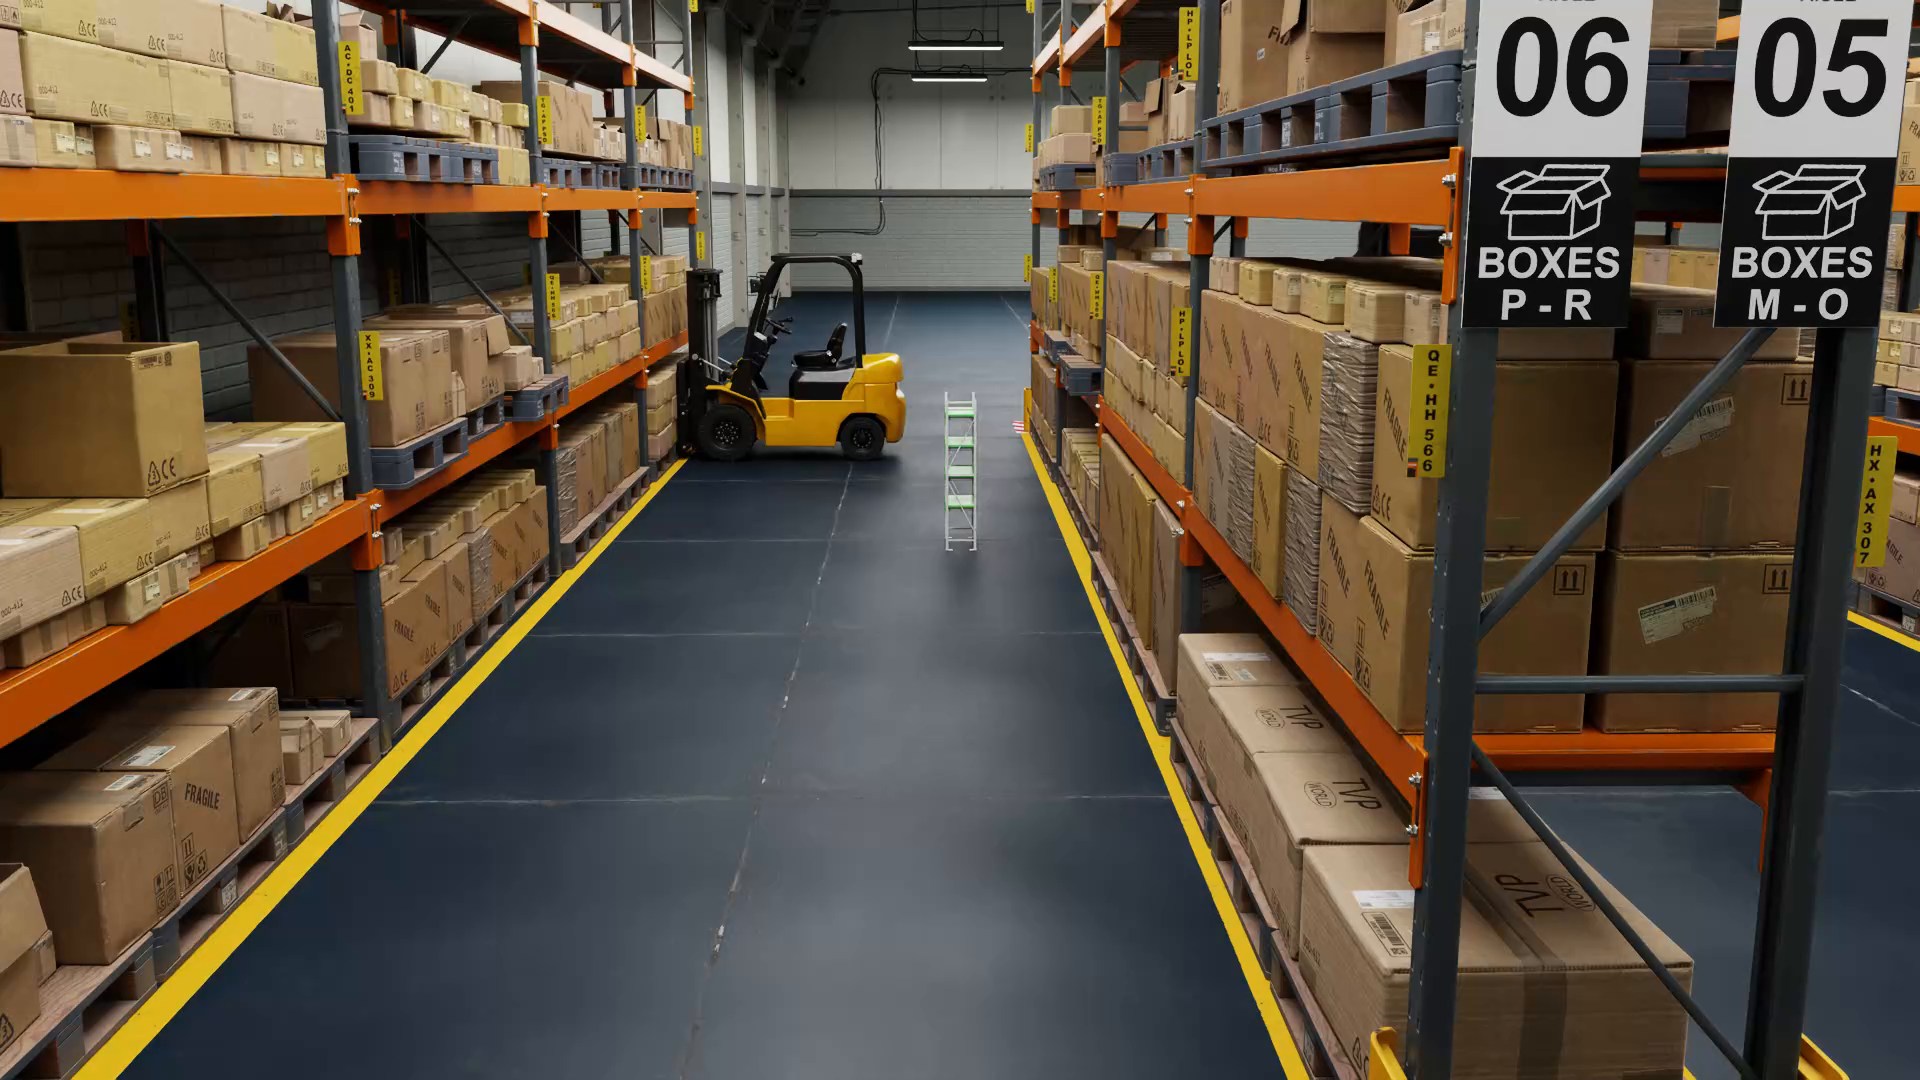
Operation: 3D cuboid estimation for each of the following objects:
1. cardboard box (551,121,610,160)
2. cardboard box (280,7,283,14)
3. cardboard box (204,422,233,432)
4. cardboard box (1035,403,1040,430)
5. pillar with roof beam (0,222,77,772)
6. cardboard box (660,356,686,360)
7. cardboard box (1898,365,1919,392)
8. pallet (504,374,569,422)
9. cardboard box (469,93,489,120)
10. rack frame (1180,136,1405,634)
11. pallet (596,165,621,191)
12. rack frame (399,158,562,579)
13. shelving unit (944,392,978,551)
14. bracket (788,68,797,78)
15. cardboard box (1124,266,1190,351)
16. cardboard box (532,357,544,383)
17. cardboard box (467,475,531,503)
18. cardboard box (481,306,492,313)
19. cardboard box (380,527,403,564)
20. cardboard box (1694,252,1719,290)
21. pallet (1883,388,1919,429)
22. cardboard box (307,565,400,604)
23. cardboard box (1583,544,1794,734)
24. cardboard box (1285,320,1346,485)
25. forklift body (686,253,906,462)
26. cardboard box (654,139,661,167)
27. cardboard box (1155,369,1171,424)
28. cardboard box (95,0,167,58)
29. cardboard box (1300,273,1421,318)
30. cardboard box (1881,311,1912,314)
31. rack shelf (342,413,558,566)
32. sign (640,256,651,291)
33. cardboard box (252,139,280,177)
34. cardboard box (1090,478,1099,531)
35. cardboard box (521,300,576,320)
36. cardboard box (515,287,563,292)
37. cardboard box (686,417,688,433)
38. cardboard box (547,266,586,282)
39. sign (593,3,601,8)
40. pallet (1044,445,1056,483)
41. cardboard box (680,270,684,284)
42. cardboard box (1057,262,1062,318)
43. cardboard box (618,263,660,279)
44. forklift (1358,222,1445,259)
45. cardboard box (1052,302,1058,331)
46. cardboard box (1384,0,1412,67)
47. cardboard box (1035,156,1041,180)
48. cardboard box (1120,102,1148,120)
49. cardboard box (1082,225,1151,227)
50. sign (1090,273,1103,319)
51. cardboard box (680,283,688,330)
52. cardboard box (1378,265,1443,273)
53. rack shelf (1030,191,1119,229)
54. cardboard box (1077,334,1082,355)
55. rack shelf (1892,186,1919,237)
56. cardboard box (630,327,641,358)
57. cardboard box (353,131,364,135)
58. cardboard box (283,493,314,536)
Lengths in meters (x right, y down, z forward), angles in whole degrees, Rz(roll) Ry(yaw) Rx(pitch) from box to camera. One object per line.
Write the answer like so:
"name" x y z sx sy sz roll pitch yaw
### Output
"cardboard box" -3.247 -3.379 14.043 0.500 0.311 0.500 -1 11 -3
"cardboard box" -3.470 -2.467 8.163 0.396 0.266 0.258 0 11 -1
"cardboard box" -3.616 -0.376 7.496 0.500 0.250 0.500 0 11 -2
"cardboard box" 1.101 -1.405 18.799 0.500 0.250 0.500 0 11 1
"pillar with roof beam" 0.061 -3.219 6.792 9.100 9.000 0.400 0 11 -1
"cardboard box" -3.267 -1.945 18.947 0.500 0.250 0.500 0 11 0
"cardboard box" 6.304 -1.039 10.712 0.380 0.149 0.250 0 11 1
"pallet" -3.355 -0.970 11.277 1.213 0.211 1.003 0 11 -1
"cardboard box" -3.117 -2.661 10.213 0.380 0.149 0.250 0 11 -2
"rack frame" 1.606 -0.424 8.106 1.000 3.000 0.127 0 11 -1
"pallet" -3.491 -3.194 14.697 0.805 0.209 1.217 -1 11 -3
"rack frame" -3.439 -1.198 11.921 1.000 3.000 0.127 0 11 -1
"shelving unit" 0.003 -0.555 13.278 0.258 1.200 0.503 0 11 -1
"bracket" -4.748 -13.233 47.100 0.235 0.232 0.430 0 11 -1
"cardboard box" 1.304 -1.458 10.434 0.500 0.500 0.500 0 11 0
"cardboard box" -3.042 -1.152 11.268 0.380 0.149 0.250 0 11 0
"cardboard box" -3.139 -0.346 11.317 0.380 0.149 0.250 -1 11 -4
"cardboard box" -3.648 -1.629 12.161 0.380 0.149 0.250 0 11 1
"cardboard box" -3.151 0.029 8.725 0.380 0.149 0.250 -1 11 -4
"cardboard box" 6.446 -2.091 13.553 0.700 0.500 0.500 0 11 -2
"pallet" 6.552 -0.772 10.304 1.003 0.211 1.213 0 11 -1
"cardboard box" -3.098 0.226 8.501 0.380 0.149 0.250 0 11 2
"cardboard box" 1.966 0.225 4.653 0.500 0.500 0.500 0 11 -2
"cardboard box" 1.394 -0.465 5.541 0.500 0.500 0.500 0 11 -1
"forklift body" -1.741 -2.003 18.023 2.313 2.155 1.214 0 11 -1
"cardboard box" -3.249 -3.949 16.964 0.396 0.266 0.258 -1 11 -2
"cardboard box" 1.336 -0.782 8.987 0.500 0.250 0.500 0 11 0
"cardboard box" -3.068 -1.787 5.649 0.500 0.250 0.500 0 11 0
"cardboard box" 1.413 -0.862 5.867 0.380 0.149 0.250 0 11 1
"cardboard box" 6.294 -1.488 11.428 0.380 0.149 0.250 -1 11 -3
"rack shelf" -3.398 -0.448 10.033 1.077 0.370 4.000 0 11 -1
"sign" -2.979 -2.526 15.753 0.100 0.325 0.005 0 11 -1
"cardboard box" -3.055 -1.578 6.879 0.380 0.149 0.250 0 11 1
"cardboard box" 1.522 -0.250 12.798 0.950 0.372 0.625 -1 12 -5
"cardboard box" -3.207 -1.786 12.933 0.380 0.149 0.250 0 11 -1
"cardboard box" -3.771 -2.186 14.908 0.380 0.149 0.250 0 11 -1
"cardboard box" -3.244 -1.253 18.051 0.500 0.250 0.500 0 11 1
"cardboard box" -3.830 -2.568 16.043 0.380 0.149 0.250 0 11 -1
"sign" -4.159 -6.263 19.049 0.100 0.325 0.005 0 11 -1
"pallet" 1.392 -0.781 16.879 1.003 0.211 1.213 0 11 -1
"cardboard box" -3.338 -2.985 18.846 0.380 0.149 0.250 0 11 0
"cardboard box" 1.164 -2.321 15.398 0.500 0.500 0.500 0 11 0
"cardboard box" -3.244 -2.724 16.813 0.380 0.149 0.250 0 11 0
"forklift" 3.695 -1.388 13.027 1.130 2.935 3.031 6 13 28
"cardboard box" 1.183 -2.297 16.335 0.500 0.500 0.500 -1 11 -3
"cardboard box" 1.797 -1.804 5.805 0.500 0.500 0.500 0 11 0
"cardboard box" 1.103 -4.151 18.559 0.500 0.250 0.500 0 11 -2
"cardboard box" 1.623 -3.544 14.005 0.500 0.250 0.500 0 11 0
"cardboard box" 1.703 -3.192 18.235 0.700 0.500 0.500 0 11 -2
"sign" 0.981 -1.744 11.897 0.100 0.325 0.005 0 11 -1
"cardboard box" -3.330 -2.638 18.764 0.500 0.500 0.500 0 11 1
"cardboard box" 1.887 -1.019 6.639 0.380 0.149 0.250 0 11 -2
"rack shelf" 1.399 -3.530 17.677 1.077 0.370 4.000 0 11 -1
"cardboard box" 1.137 -1.574 13.348 0.380 0.149 0.250 0 11 0
"rack shelf" 6.512 -1.980 10.038 1.077 0.370 4.000 0 11 -1
"cardboard box" -3.250 -1.821 15.367 0.500 0.250 0.500 0 11 0
"cardboard box" -3.549 -2.322 9.242 0.380 0.149 0.250 0 11 -1
"cardboard box" -3.041 -0.114 7.210 0.380 0.149 0.250 0 11 0
